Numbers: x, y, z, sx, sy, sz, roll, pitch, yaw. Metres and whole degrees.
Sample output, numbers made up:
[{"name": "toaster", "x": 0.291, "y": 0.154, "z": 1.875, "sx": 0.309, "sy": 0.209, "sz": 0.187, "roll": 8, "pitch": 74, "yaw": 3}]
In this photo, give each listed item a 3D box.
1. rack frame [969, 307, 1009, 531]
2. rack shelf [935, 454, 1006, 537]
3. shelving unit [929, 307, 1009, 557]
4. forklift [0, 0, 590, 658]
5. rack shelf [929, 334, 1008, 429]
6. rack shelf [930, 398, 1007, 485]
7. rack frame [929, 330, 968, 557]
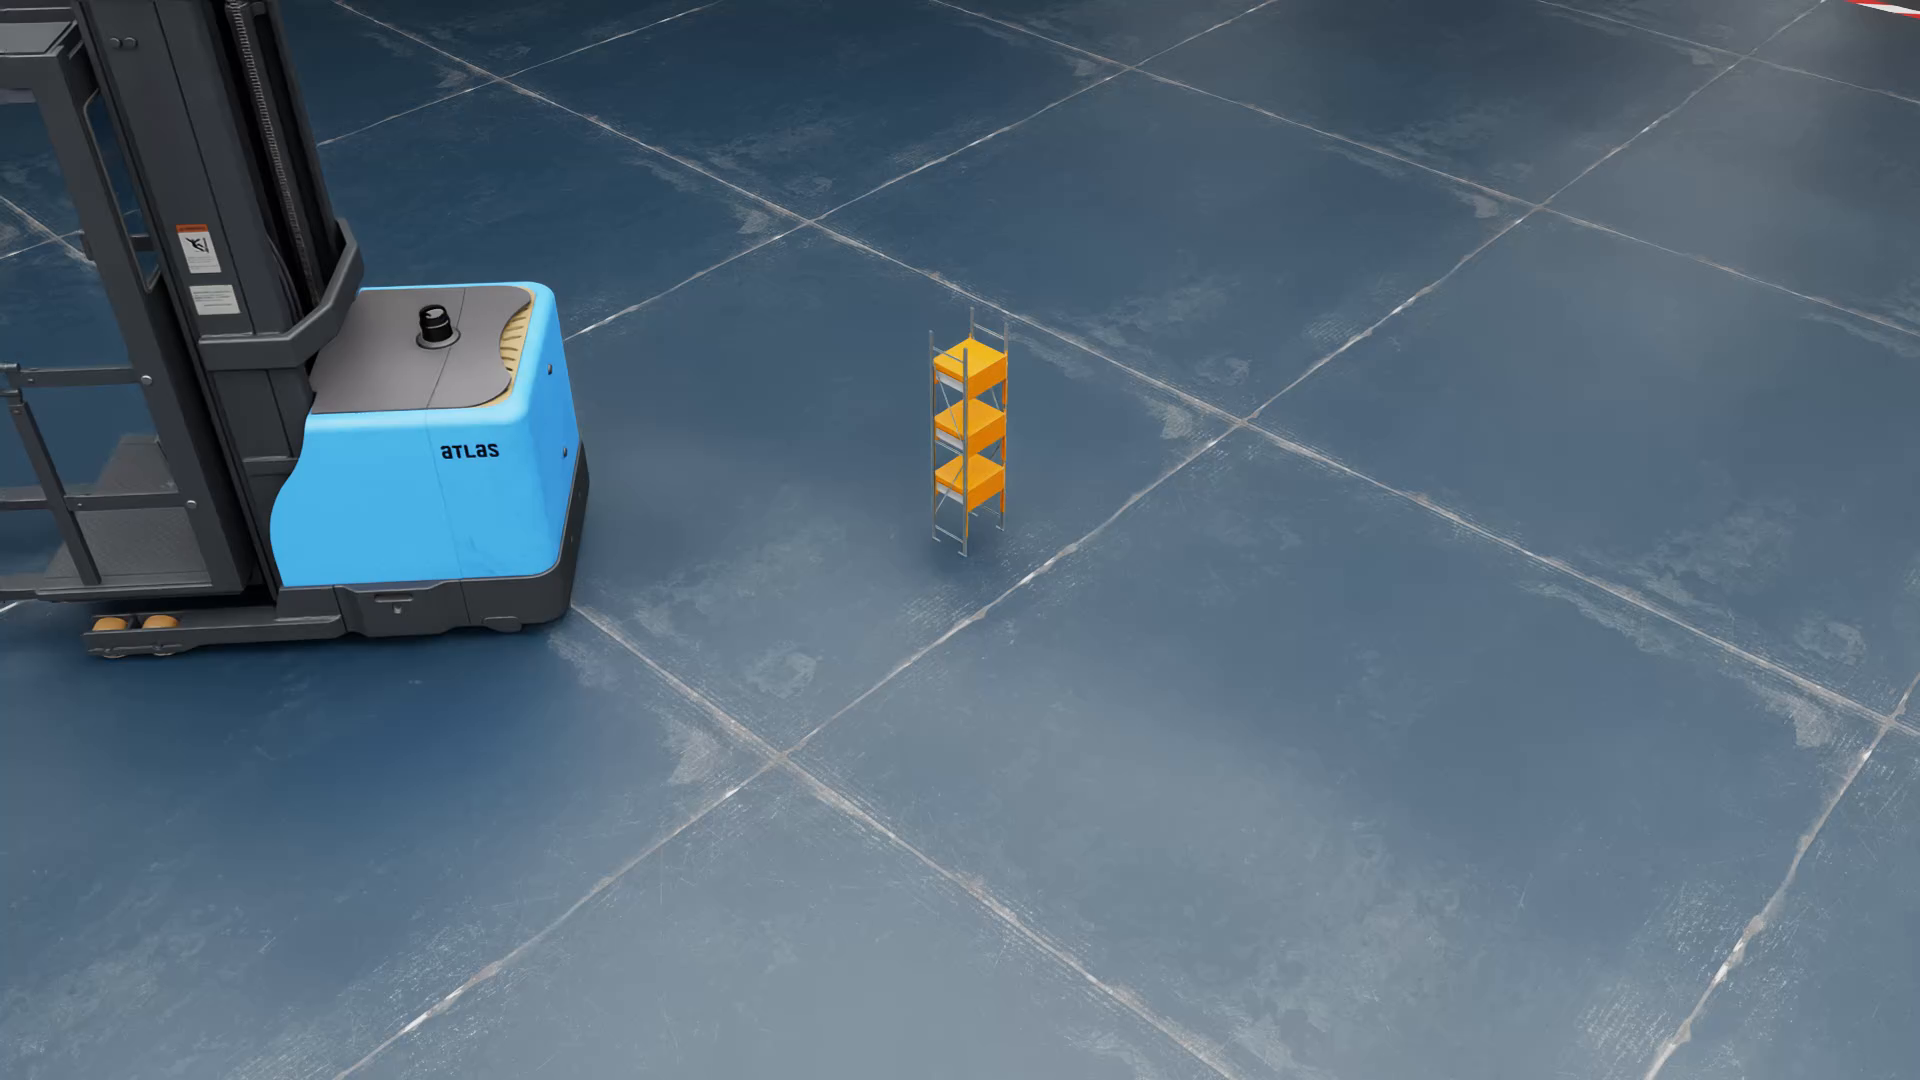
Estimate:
[{"name": "rack frame", "x": 0.118, "y": -0.492, "z": 7.025, "sx": 0.200, "sy": 1.050, "sz": 0.008, "roll": 30, "pitch": 47, "yaw": 32}, {"name": "rack shelf", "x": 0.036, "y": -0.210, "z": 7.134, "sx": 0.215, "sy": 0.259, "sz": 0.240, "roll": 30, "pitch": 47, "yaw": 32}, {"name": "shelving unit", "x": 0.036, "y": -0.436, "z": 6.954, "sx": 0.215, "sy": 1.050, "sz": 0.252, "roll": 30, "pitch": 47, "yaw": 32}, {"name": "forklift", "x": -3.140, "y": -1.017, "z": 6.174, "sx": 3.031, "sy": 2.935, "sz": 1.130, "roll": -3, "pitch": 39, "yaw": -3}, {"name": "rack shelf", "x": 0.036, "y": -0.649, "z": 6.784, "sx": 0.215, "sy": 0.259, "sz": 0.240, "roll": 30, "pitch": 47, "yaw": 32}, {"name": "rack shelf", "x": 0.036, "y": -0.427, "z": 6.961, "sx": 0.215, "sy": 0.259, "sz": 0.240, "roll": 30, "pitch": 47, "yaw": 32}, {"name": "rack frame", "x": -0.046, "y": -0.379, "z": 6.884, "sx": 0.200, "sy": 1.050, "sz": 0.008, "roll": 30, "pitch": 47, "yaw": 32}]
